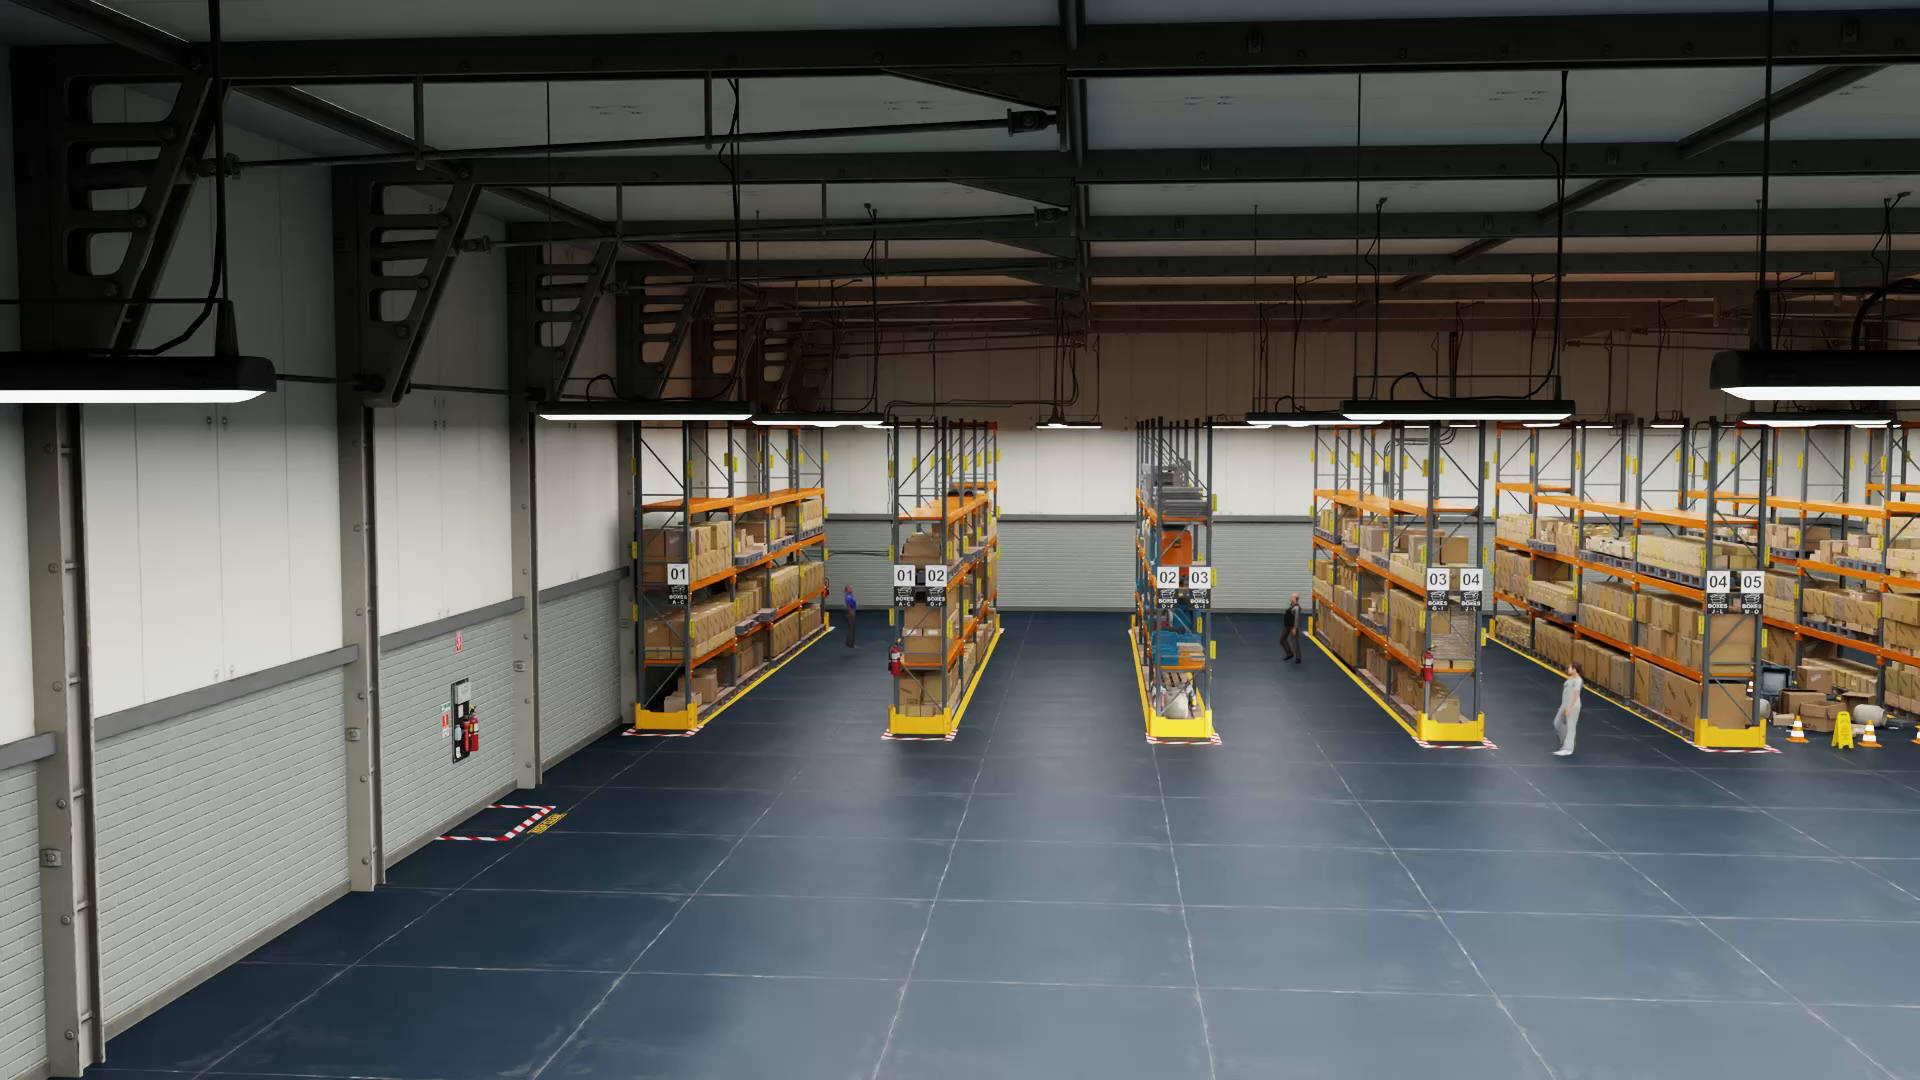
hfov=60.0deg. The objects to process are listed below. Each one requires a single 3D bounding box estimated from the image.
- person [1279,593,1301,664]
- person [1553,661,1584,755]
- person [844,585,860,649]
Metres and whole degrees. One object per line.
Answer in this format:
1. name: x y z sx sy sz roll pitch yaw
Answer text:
1. person: 8.218 2.177 41.132 0.399 1.728 0.658 -2 4 -23
2. person: 10.781 2.977 29.453 0.497 1.682 0.480 -1 4 -17
3. person: -2.756 1.971 42.477 0.396 1.634 0.507 -1 4 -11
